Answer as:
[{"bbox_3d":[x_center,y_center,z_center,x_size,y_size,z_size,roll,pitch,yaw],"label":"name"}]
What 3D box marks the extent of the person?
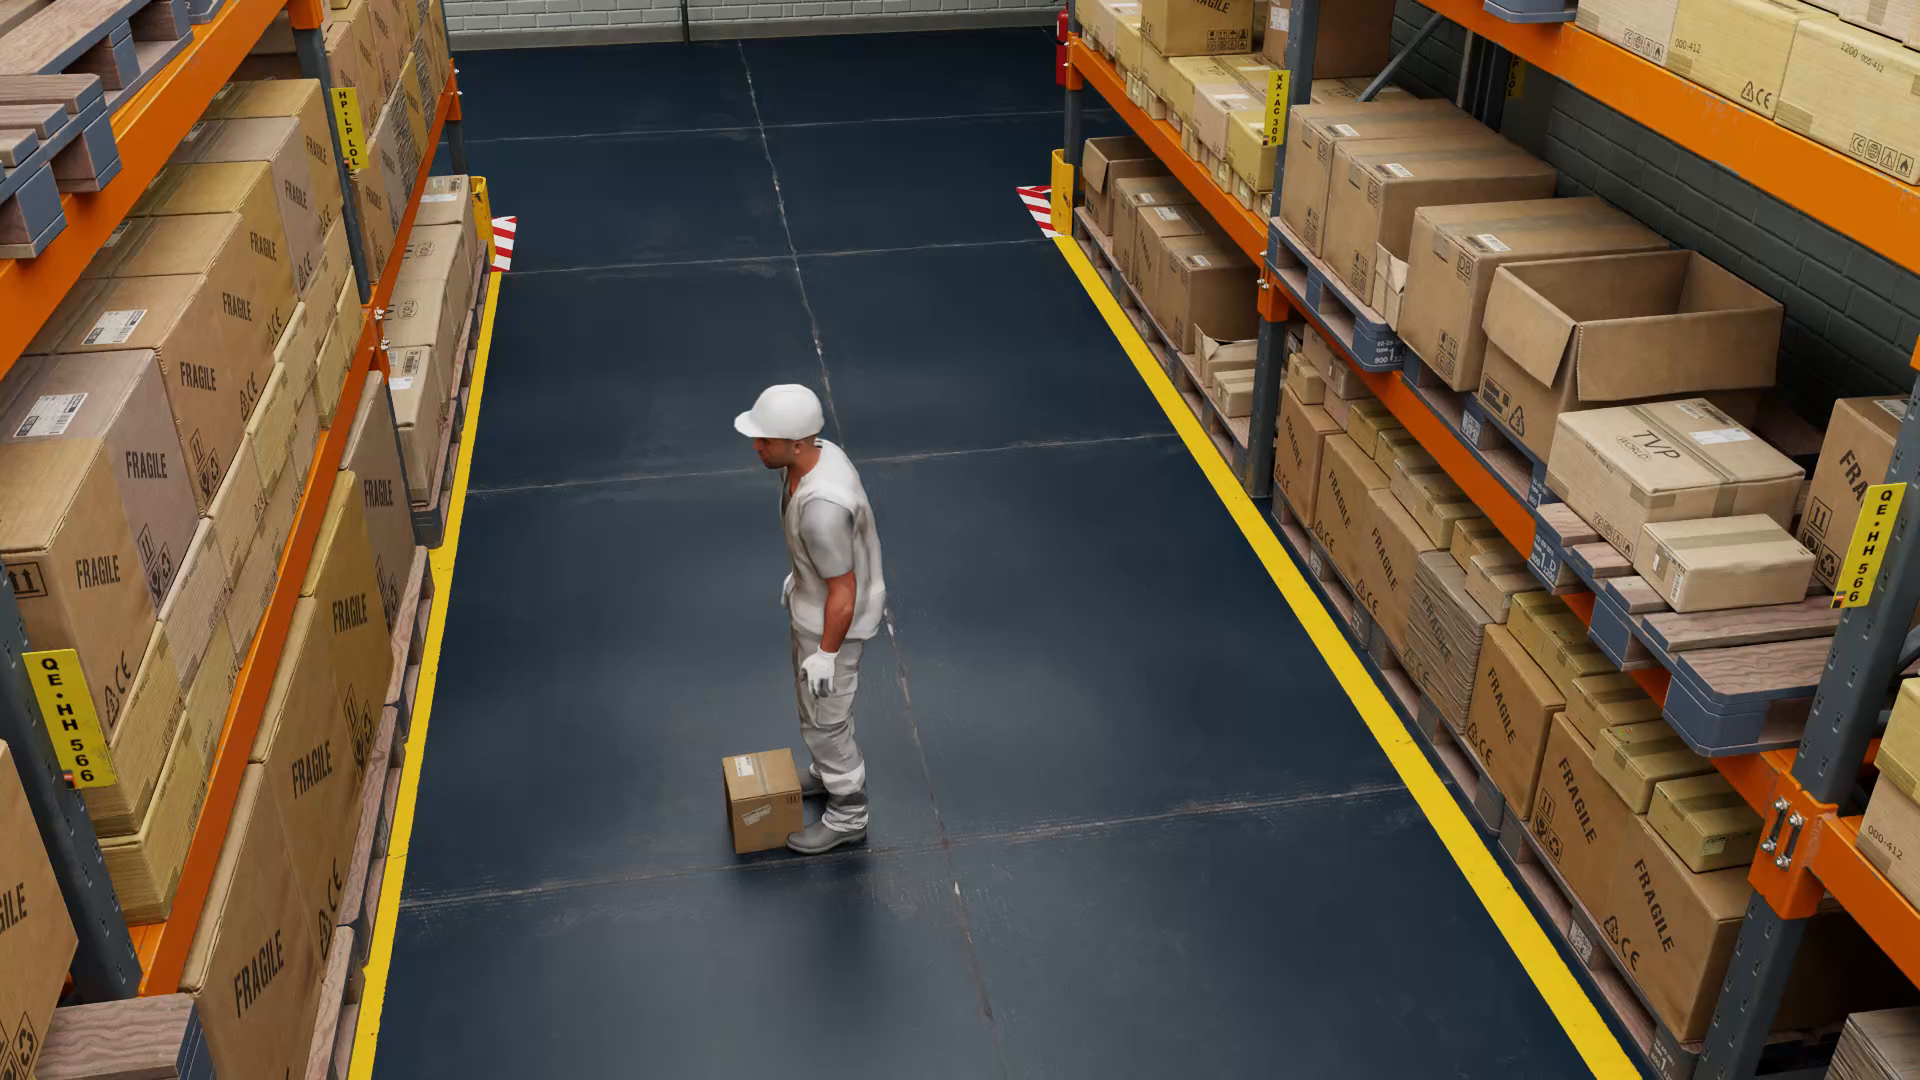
[{"bbox_3d":[-0.490,0.268,5.659,0.454,1.779,0.620,-6,31,-10],"label":"person"}]
